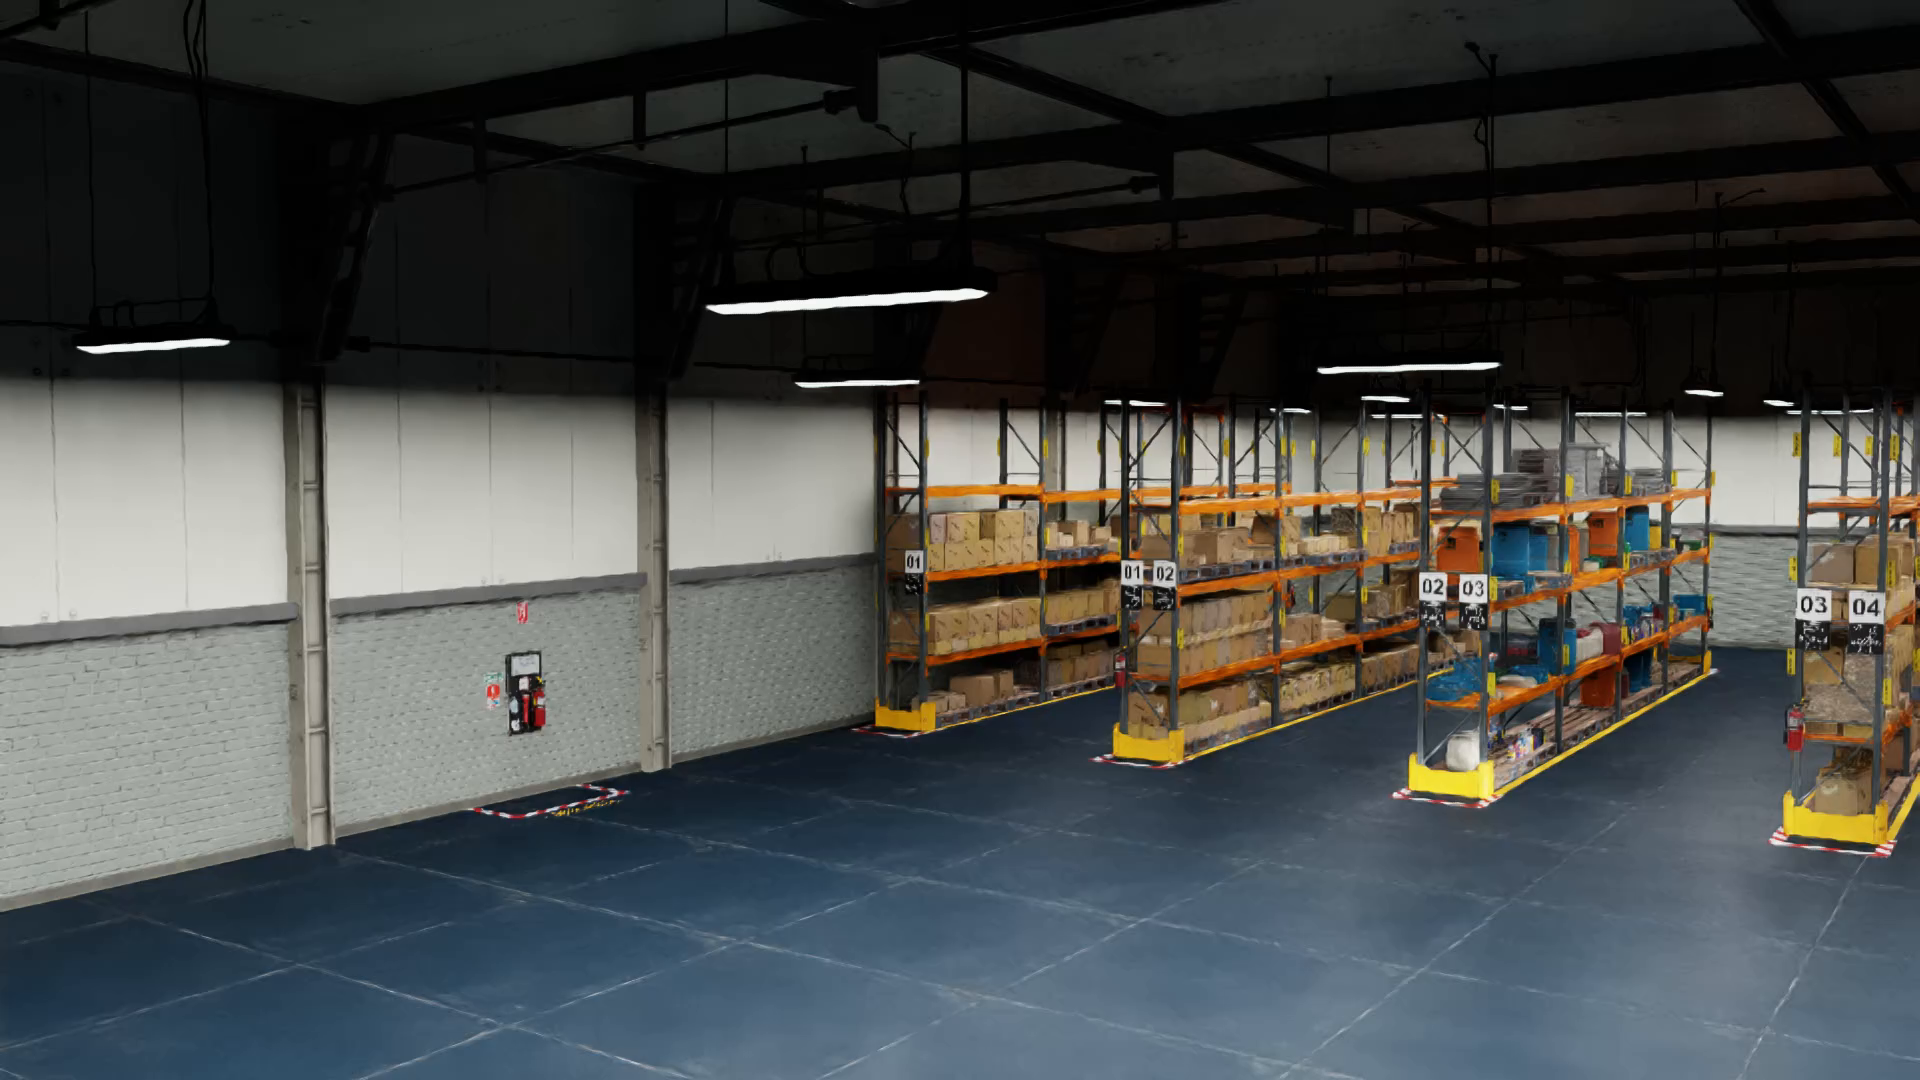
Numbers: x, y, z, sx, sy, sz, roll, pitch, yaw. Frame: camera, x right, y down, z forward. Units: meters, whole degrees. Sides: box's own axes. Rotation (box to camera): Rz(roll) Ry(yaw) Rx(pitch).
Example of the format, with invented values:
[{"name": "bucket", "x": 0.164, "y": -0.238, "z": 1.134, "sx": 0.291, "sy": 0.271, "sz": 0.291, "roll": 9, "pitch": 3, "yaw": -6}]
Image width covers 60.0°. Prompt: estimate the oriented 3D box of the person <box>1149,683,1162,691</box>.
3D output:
[{"name": "person", "x": 3.692, "y": 2.360, "z": 31.592, "sx": 0.447, "sy": 1.772, "sz": 0.594, "roll": 0, "pitch": 3, "yaw": 4}]
